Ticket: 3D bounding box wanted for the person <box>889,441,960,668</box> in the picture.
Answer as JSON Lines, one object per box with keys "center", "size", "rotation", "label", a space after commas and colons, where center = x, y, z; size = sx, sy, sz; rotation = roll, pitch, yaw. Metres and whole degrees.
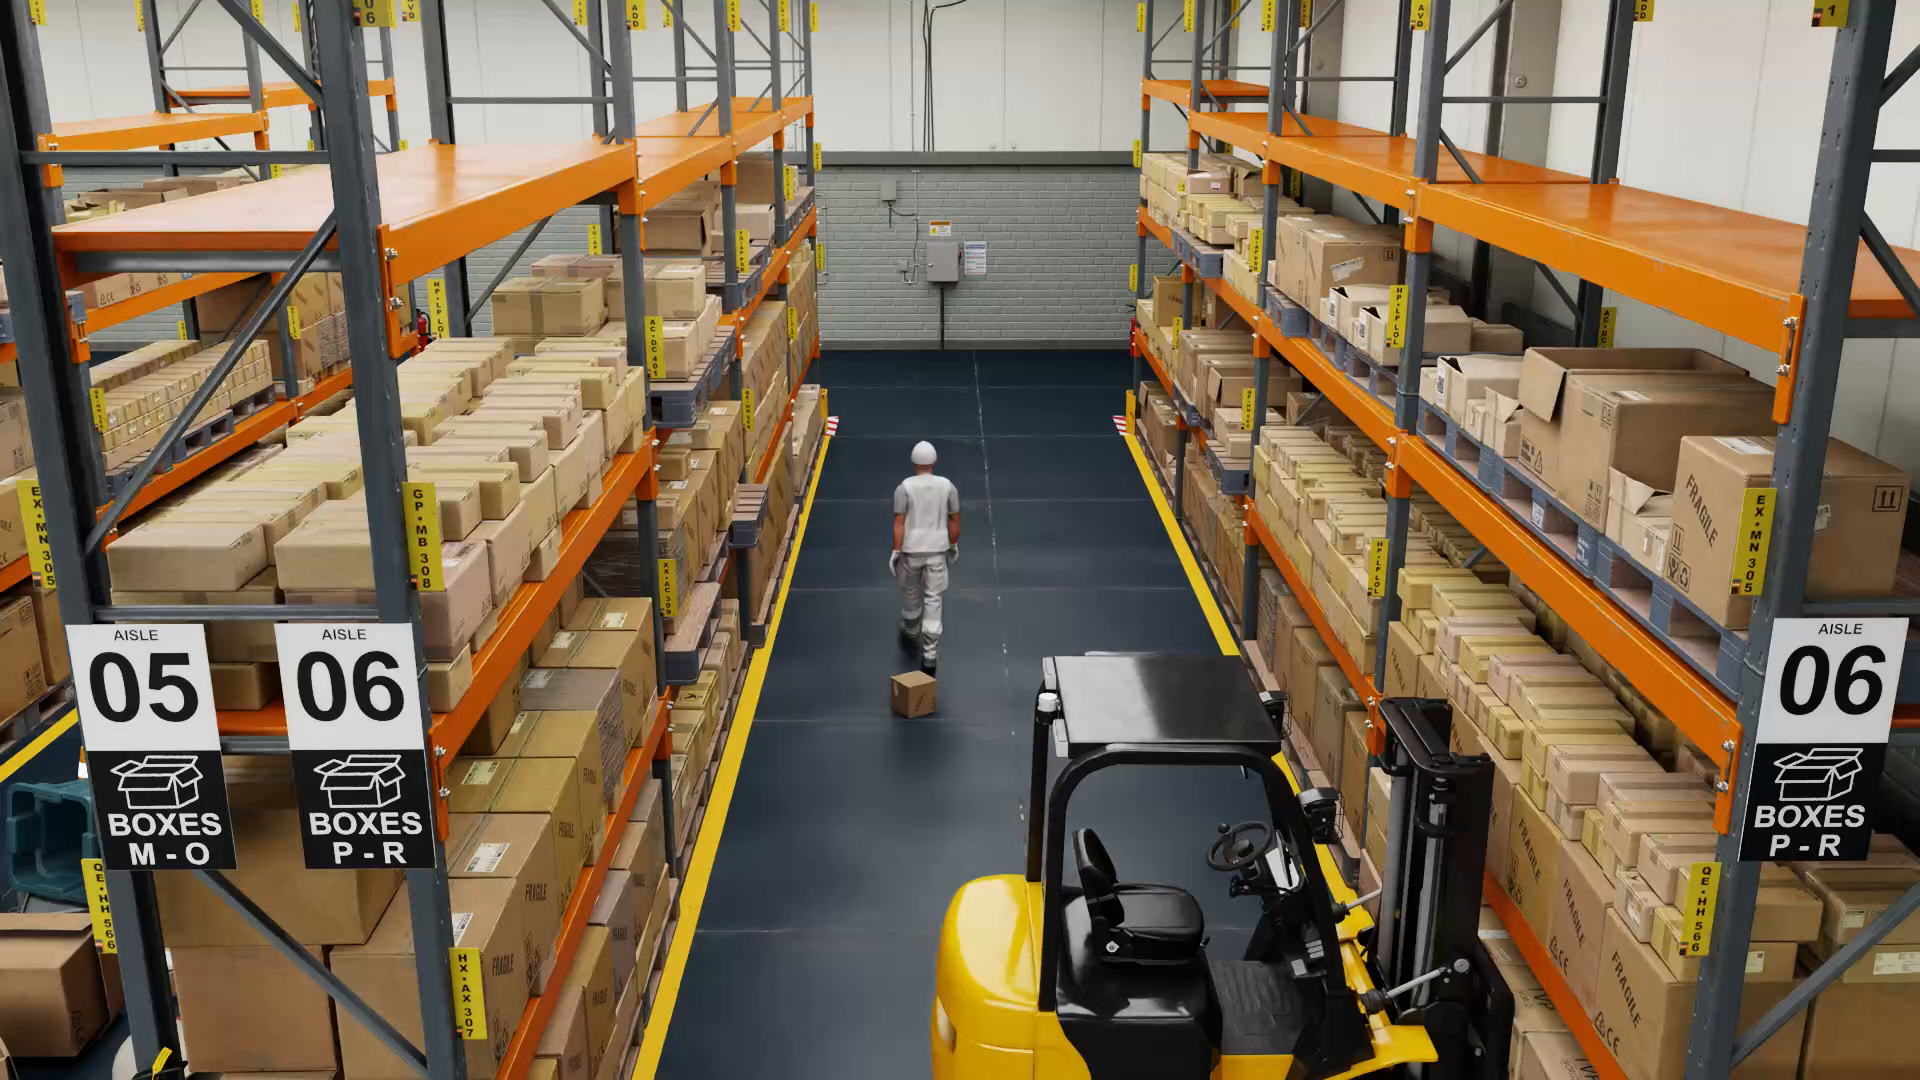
{"center": [-0.286, 0.055, 13.295], "size": [0.579, 1.722, 1.001], "rotation": [-1, 17, -4], "label": "person"}
